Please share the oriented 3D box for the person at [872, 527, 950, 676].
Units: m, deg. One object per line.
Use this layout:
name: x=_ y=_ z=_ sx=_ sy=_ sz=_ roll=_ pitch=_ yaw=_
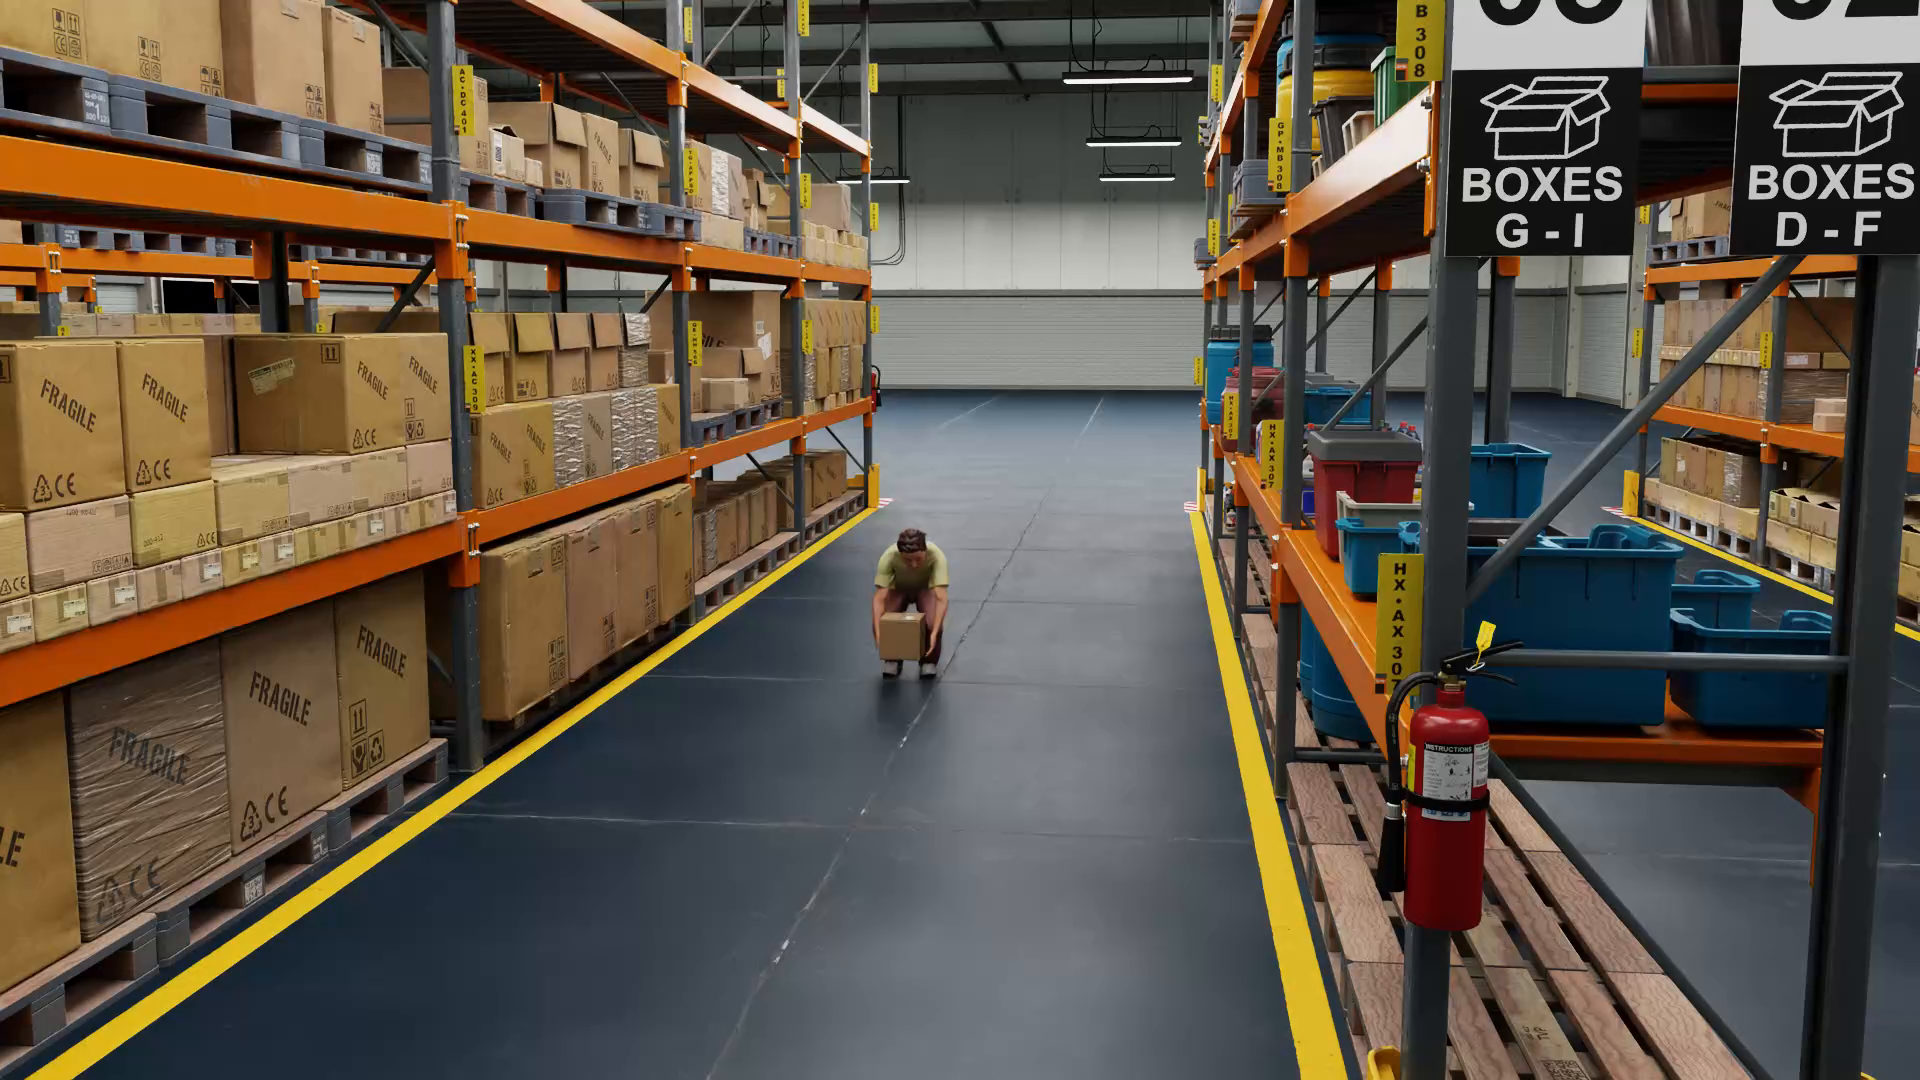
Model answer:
person: x=-0.296 y=0.378 z=10.574 sx=0.496 sy=0.991 sz=0.775 roll=1 pitch=8 yaw=6
